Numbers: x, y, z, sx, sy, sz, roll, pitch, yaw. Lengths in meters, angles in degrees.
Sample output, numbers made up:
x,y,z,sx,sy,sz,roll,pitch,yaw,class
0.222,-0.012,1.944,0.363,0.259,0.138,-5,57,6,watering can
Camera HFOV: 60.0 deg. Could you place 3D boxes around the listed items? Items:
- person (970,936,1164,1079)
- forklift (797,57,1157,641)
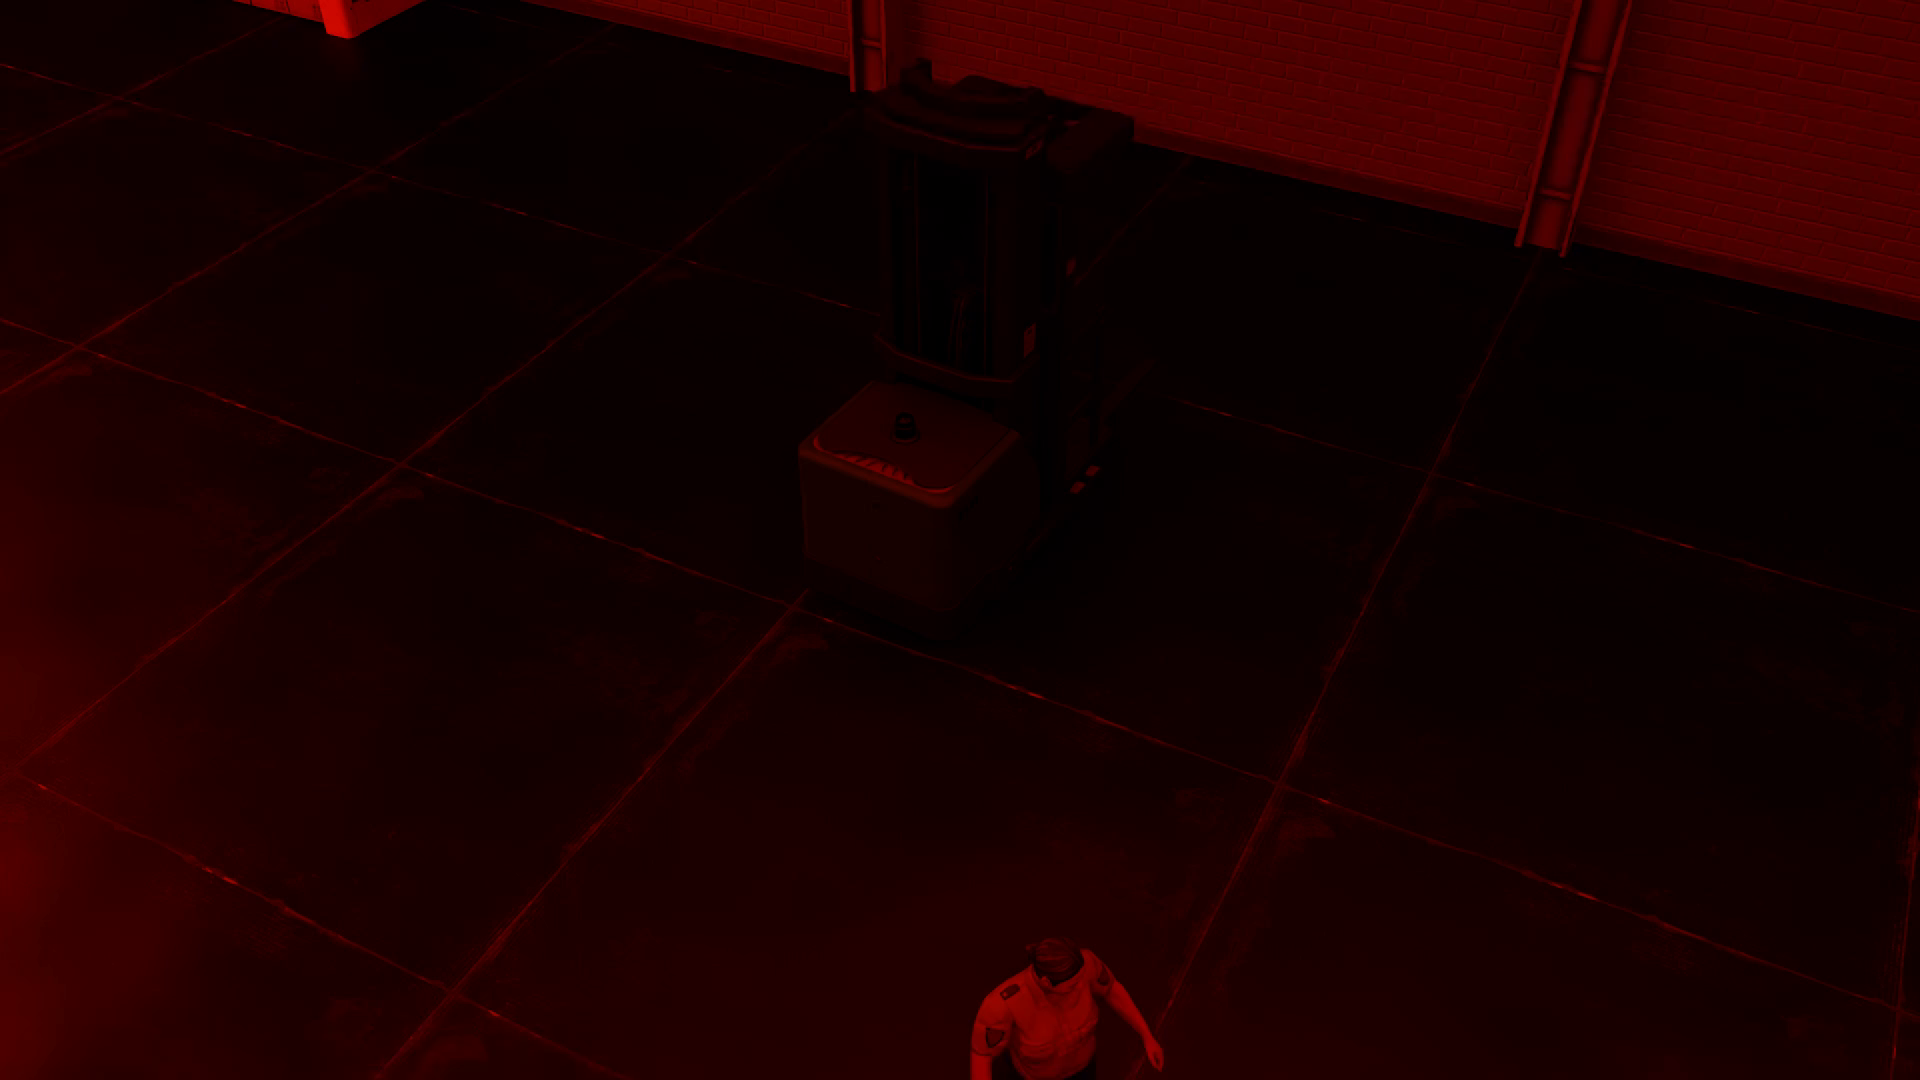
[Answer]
x,y,z,sx,sy,sz,roll,pitch,yaw,class
0.397,2.129,6.517,0.785,1.645,0.463,-17,43,-19,person
0.276,-1.471,9.733,1.130,2.935,3.031,21,45,23,forklift
